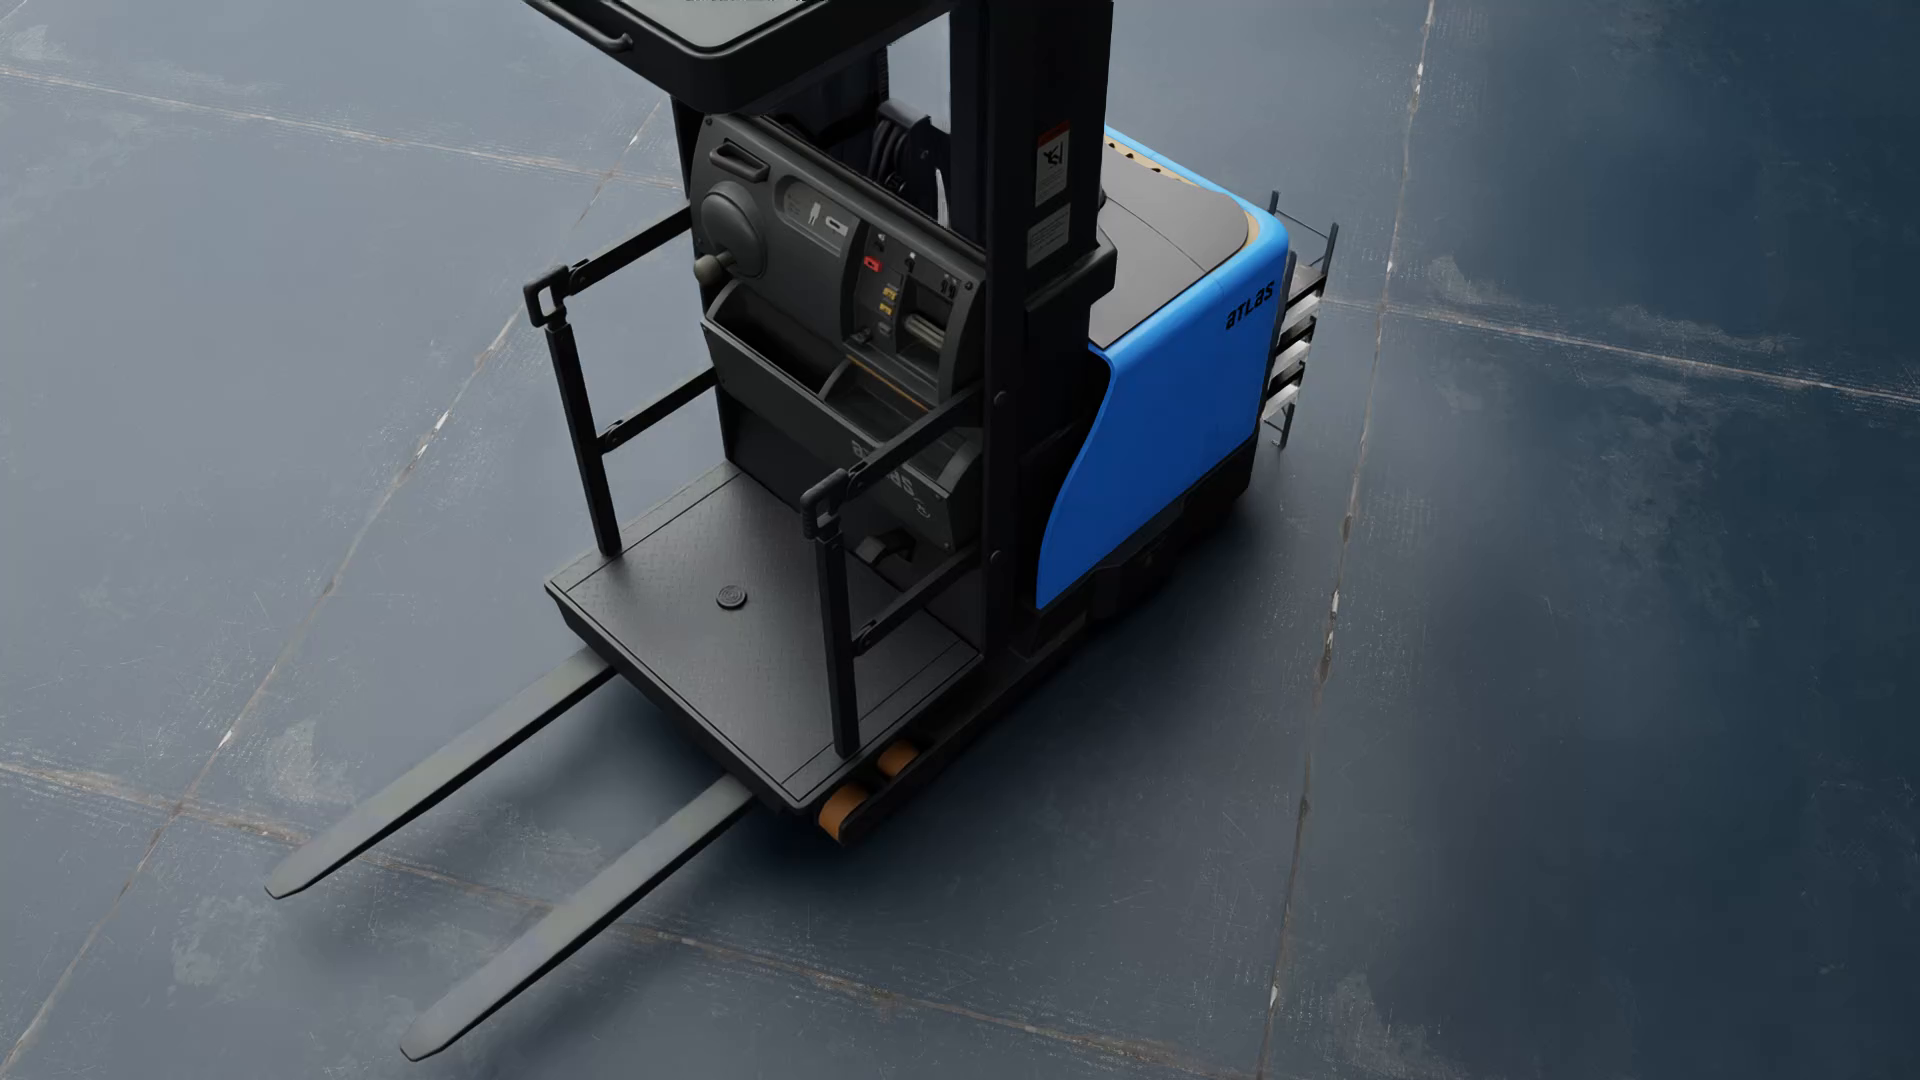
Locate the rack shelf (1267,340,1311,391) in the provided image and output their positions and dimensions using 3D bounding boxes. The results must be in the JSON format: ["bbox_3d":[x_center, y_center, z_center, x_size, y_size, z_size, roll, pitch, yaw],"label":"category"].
[{"bbox_3d":[0.935,-0.602,5.219,0.258,0.077,0.200,37,55,28],"label":"rack shelf"}]

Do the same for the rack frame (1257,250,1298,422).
[{"bbox_3d":[0.865,-0.574,5.143,0.240,0.900,0.006,37,55,28],"label":"rack frame"}]

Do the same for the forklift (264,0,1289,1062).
[{"bbox_3d":[-0.459,-0.591,3.817,1.130,2.935,3.031,36,58,28],"label":"forklift"}]

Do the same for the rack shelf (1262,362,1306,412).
[{"bbox_3d":[0.932,-0.540,5.284,0.258,0.077,0.200,37,55,28],"label":"rack shelf"}]

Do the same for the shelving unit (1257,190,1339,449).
[{"bbox_3d":[0.936,-0.625,5.195,0.258,0.900,0.210,37,55,28],"label":"shelving unit"}]

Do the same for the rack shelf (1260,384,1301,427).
[{"bbox_3d":[0.929,-0.478,5.349,0.258,0.077,0.200,37,55,28],"label":"rack shelf"}]

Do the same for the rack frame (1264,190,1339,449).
[{"bbox_3d":[1.007,-0.675,5.246,0.240,0.900,0.006,37,55,28],"label":"rack frame"}]

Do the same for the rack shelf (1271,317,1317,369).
[{"bbox_3d":[0.938,-0.664,5.154,0.258,0.077,0.200,37,55,28],"label":"rack shelf"}]

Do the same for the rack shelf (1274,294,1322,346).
[{"bbox_3d":[0.941,-0.725,5.088,0.258,0.077,0.200,37,55,28],"label":"rack shelf"}]

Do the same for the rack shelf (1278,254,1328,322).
[{"bbox_3d":[0.944,-0.787,5.023,0.258,0.077,0.200,37,55,28],"label":"rack shelf"}]
